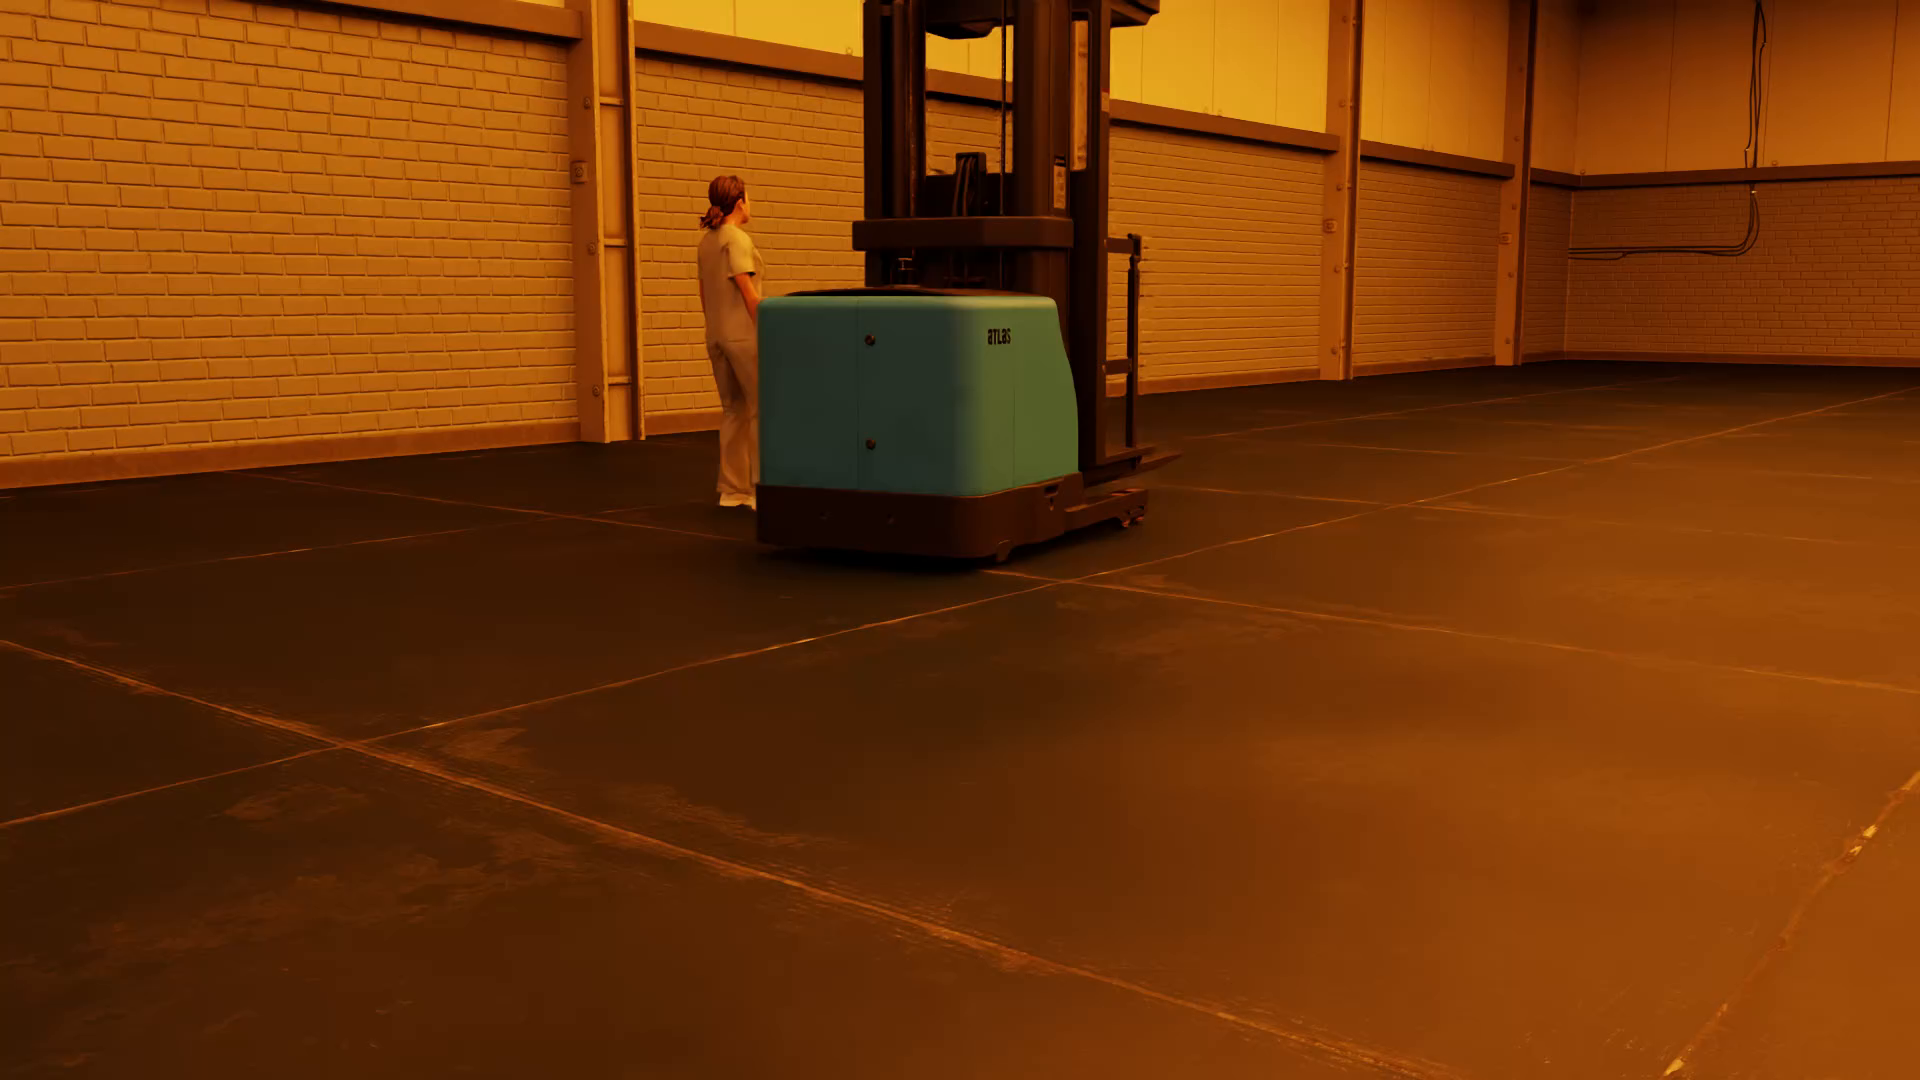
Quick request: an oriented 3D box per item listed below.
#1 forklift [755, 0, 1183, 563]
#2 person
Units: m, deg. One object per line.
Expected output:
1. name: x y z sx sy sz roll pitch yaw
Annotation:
1. forklift: 0.257 -1.533 7.757 1.130 2.935 3.031 4 9 26
2. person: -1.090 -0.994 8.421 0.466 1.674 0.558 -7 11 -38
